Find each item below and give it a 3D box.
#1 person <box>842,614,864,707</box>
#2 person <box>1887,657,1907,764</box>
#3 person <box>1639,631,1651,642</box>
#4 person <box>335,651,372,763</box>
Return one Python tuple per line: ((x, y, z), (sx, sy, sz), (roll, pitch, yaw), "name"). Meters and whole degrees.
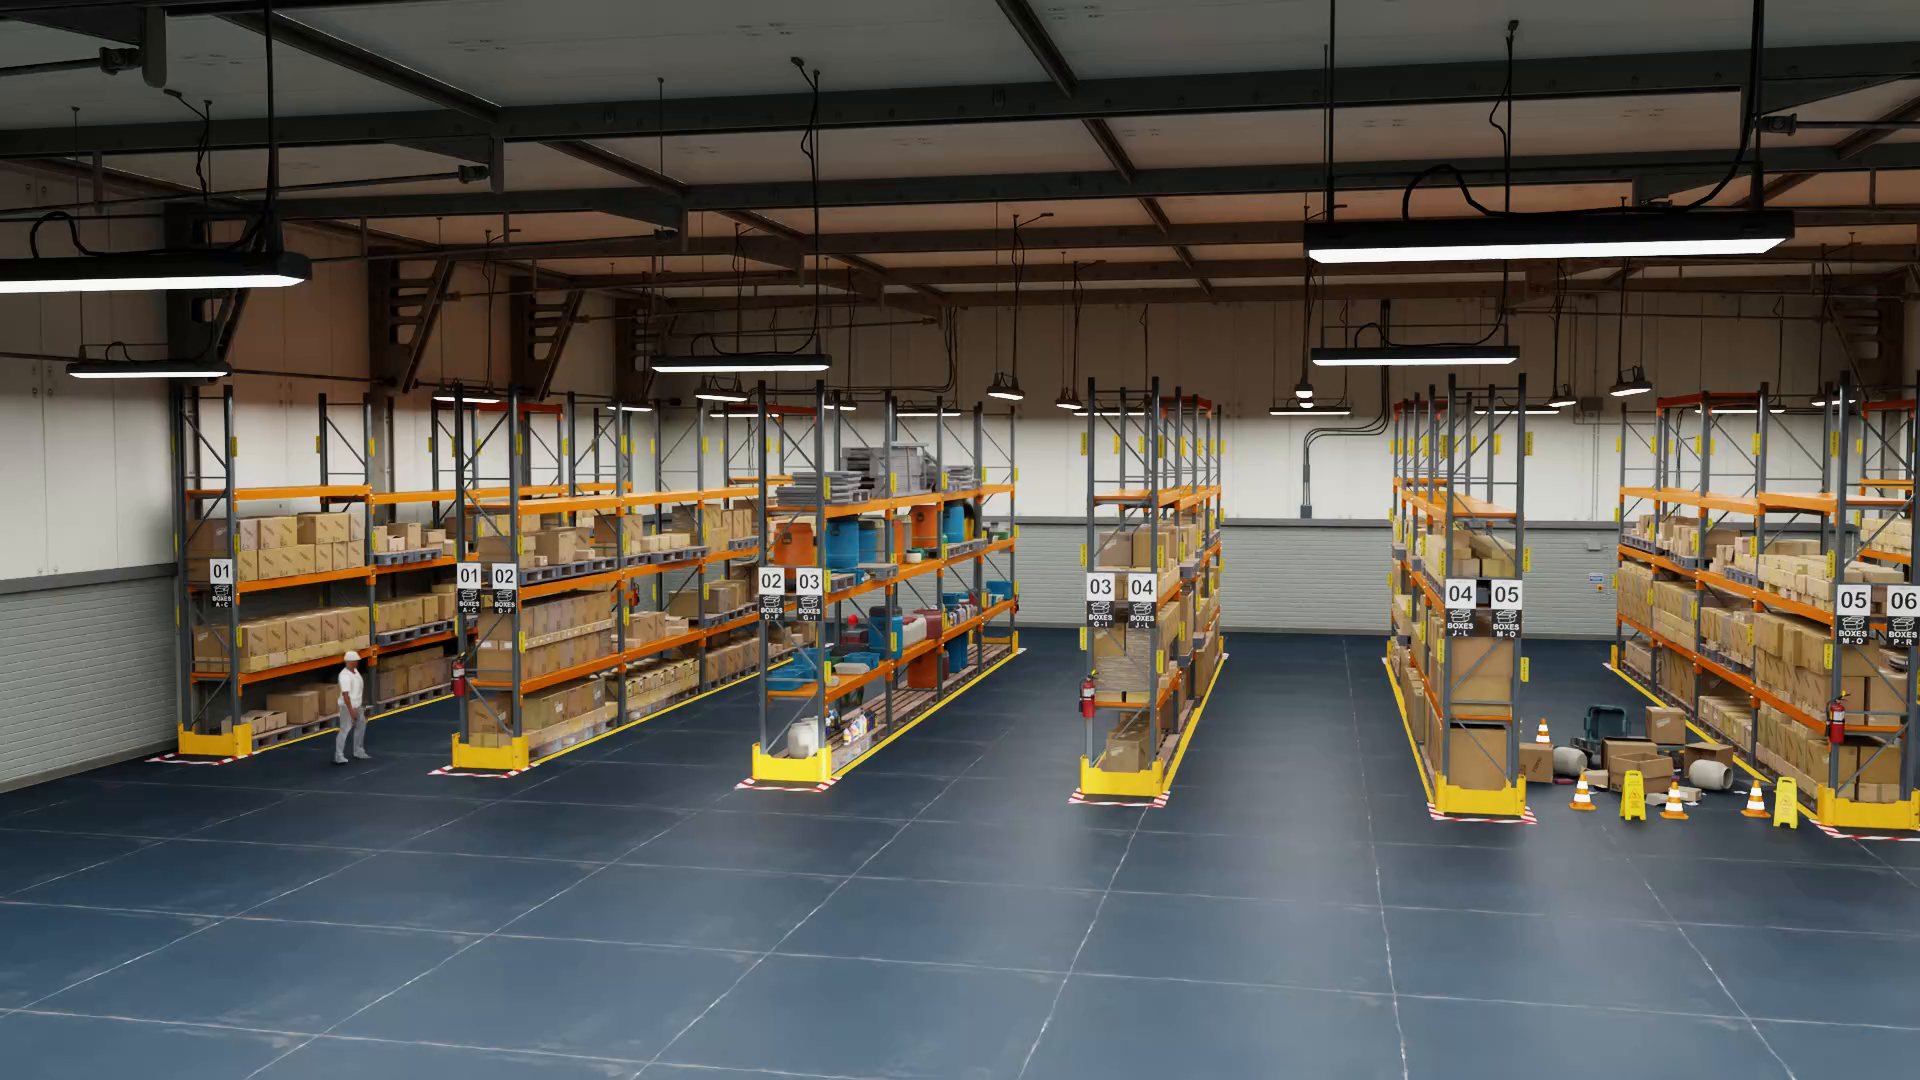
((-2.064, 2.306, 32.138), (0.648, 1.776, 0.536), (-2, 4, -35), "person")
((14.745, 2.703, 26.254), (0.631, 1.699, 0.683), (1, 3, 13), "person")
((16.689, 1.891, 40.473), (0.478, 1.701, 0.483), (0, 3, -5), "person")
((-9.677, 2.663, 26.484), (0.477, 1.807, 0.709), (0, 3, 6), "person")
